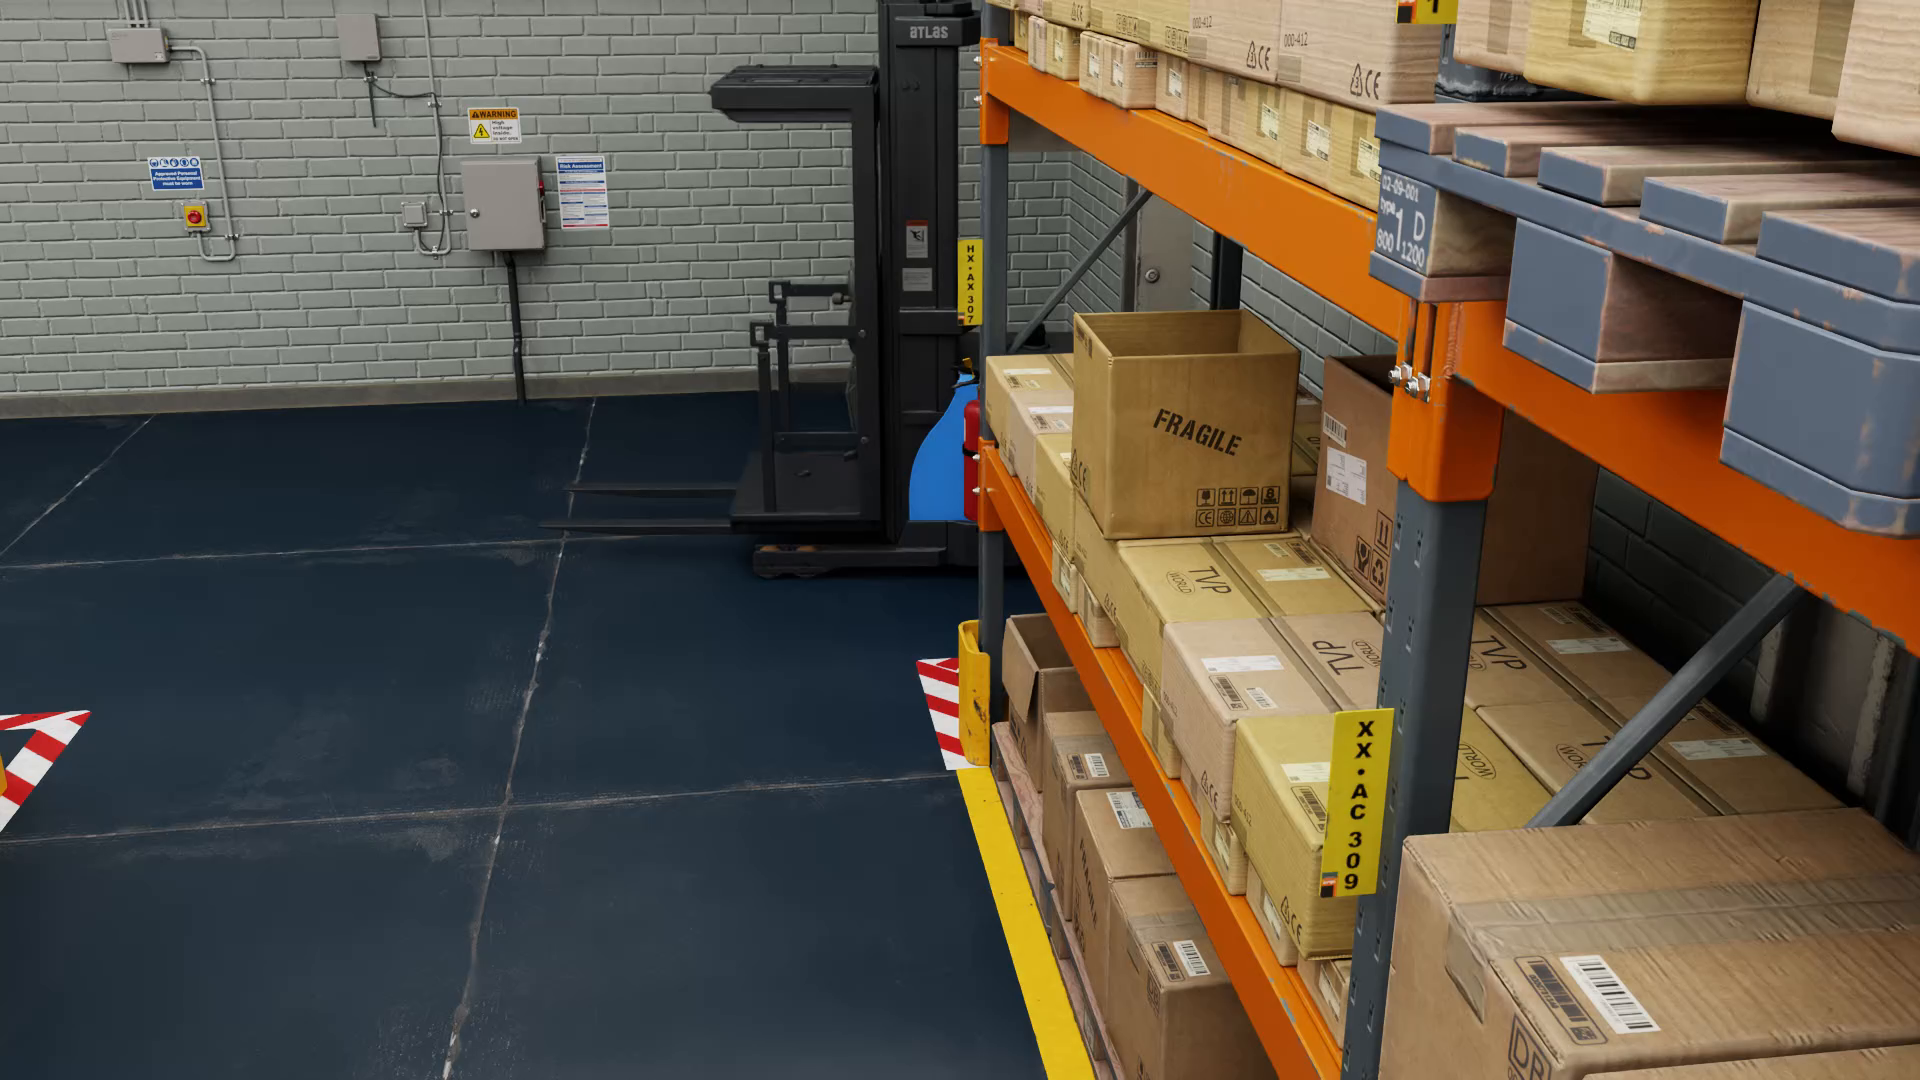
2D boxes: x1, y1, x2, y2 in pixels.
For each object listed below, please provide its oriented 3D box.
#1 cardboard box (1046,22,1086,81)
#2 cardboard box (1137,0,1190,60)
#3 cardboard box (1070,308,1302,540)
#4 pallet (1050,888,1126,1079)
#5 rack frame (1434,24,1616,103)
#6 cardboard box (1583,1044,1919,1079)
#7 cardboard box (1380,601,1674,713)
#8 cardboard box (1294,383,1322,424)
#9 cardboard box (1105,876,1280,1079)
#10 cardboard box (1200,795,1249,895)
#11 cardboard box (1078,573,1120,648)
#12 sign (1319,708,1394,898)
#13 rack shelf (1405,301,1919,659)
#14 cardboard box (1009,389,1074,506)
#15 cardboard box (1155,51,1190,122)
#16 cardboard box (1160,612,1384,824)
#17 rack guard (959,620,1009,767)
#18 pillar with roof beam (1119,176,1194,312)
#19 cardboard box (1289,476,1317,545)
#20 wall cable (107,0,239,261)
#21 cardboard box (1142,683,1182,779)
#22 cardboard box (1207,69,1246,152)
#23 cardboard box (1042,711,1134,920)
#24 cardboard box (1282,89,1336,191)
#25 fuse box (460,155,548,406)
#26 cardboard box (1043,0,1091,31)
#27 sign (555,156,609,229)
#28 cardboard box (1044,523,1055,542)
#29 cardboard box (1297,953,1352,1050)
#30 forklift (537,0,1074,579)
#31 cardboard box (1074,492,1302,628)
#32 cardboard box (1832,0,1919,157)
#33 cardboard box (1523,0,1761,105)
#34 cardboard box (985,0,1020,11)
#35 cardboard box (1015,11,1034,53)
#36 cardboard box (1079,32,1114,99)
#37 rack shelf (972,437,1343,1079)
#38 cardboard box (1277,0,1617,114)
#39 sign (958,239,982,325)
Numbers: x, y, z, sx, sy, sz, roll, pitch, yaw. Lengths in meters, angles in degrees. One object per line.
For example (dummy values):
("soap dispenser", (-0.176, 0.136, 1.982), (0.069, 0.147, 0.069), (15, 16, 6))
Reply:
("cardboard box", (0.458, -1.402, 4.754), (0.380, 0.149, 0.250), (-3, 21, -8))
("cardboard box", (0.690, -1.199, 3.640), (0.500, 0.250, 0.500), (-2, 21, -7))
("cardboard box", (0.594, -0.328, 4.524), (0.500, 0.500, 0.500), (-2, 21, -6))
("pallet", (0.878, 1.433, 5.079), (1.003, 0.211, 1.213), (-3, 21, -8))
("rack frame", (1.155, -2.023, 1.771), (1.000, 3.000, 0.127), (-3, 21, -8))
("cardboard box", (1.079, 0.902, 1.771), (0.700, 0.500, 0.500), (-3, 21, -7))
("cardboard box", (1.272, 0.360, 3.754), (0.500, 0.250, 0.500), (-3, 21, -8))
("cardboard box", (0.981, -0.342, 5.634), (0.500, 0.250, 0.500), (-3, 21, -8))
("cardboard box", (0.808, 1.251, 4.553), (0.700, 0.500, 0.500), (-4, 21, -10))
("cardboard box", (0.739, 0.630, 3.602), (0.380, 0.149, 0.250), (-2, 21, -6))
("cardboard box", (0.549, 0.187, 4.788), (0.380, 0.149, 0.250), (-2, 21, -7))
("sign", (0.620, 0.412, 2.589), (0.100, 0.325, 0.005), (-3, 21, -8))
("rack shelf", (1.444, 0.412, 0.567), (1.077, 0.370, 4.000), (-3, 21, -8))
("cardboard box", (0.451, -0.321, 5.578), (0.500, 0.250, 0.500), (-3, 21, -7))
("cardboard box", (0.666, -1.054, 3.823), (0.380, 0.149, 0.250), (-3, 21, -7))
("cardboard box", (0.754, 0.382, 3.696), (0.500, 0.250, 0.500), (-3, 21, -8))
("rack guard", (0.590, 0.600, 6.895), (1.175, 0.500, 0.348), (-3, 21, -8))
("pillar with roof beam", (-3.178, -4.170, 7.519), (9.100, 9.000, 0.400), (-3, 21, -8))
("cardboard box", (1.123, 0.011, 4.690), (0.500, 0.250, 0.500), (-3, 21, -8))
("wall cable", (-5.168, -2.787, 10.895), (0.585, 1.953, 0.123), (-3, 21, -8))
("cardboard box", (0.664, 0.451, 4.082), (0.380, 0.149, 0.250), (-3, 21, -9))
("cardboard box", (0.718, -0.873, 3.339), (0.380, 0.149, 0.250), (-3, 21, -8))
("cardboard box", (0.658, 0.891, 5.515), (0.700, 0.500, 0.500), (-2, 21, -6))
("cardboard box", (0.779, -0.694, 2.860), (0.380, 0.149, 0.250), (-3, 21, -8))
("fuse box", (-3.069, -1.749, 11.453), (0.539, 1.711, 0.414), (-3, 21, -8))
("cardboard box", (0.527, -1.551, 4.585), (0.500, 0.250, 0.500), (-4, 21, -9))
("sign", (-2.610, -2.404, 11.502), (0.329, 0.494, 0.001), (-3, 21, -8))
("cardboard box", (0.485, -0.086, 5.520), (0.380, 0.149, 0.250), (-2, 21, -6))
("cardboard box", (0.860, 0.808, 3.126), (0.380, 0.149, 0.250), (-3, 21, -7))
("forklift", (-0.721, -1.359, 8.665), (3.031, 2.935, 1.130), (0, 20, -1))
("cardboard box", (0.622, 0.030, 4.638), (0.500, 0.250, 0.500), (-3, 21, -9))
("cardboard box", (0.893, -0.354, 1.206), (0.380, 0.149, 0.250), (-3, 21, -7))
("cardboard box", (0.808, -0.529, 1.673), (0.380, 0.149, 0.250), (-3, 21, -7))
("cardboard box", (0.372, -1.904, 5.530), (0.500, 0.250, 0.500), (-3, 21, -8))
("cardboard box", (0.395, -1.763, 5.721), (0.380, 0.149, 0.250), (-2, 21, -7))
("cardboard box", (0.520, -1.227, 4.286), (0.380, 0.149, 0.250), (-3, 21, -8))
("rack shelf", (0.867, 0.432, 4.800), (1.077, 0.370, 4.000), (-3, 21, -8))
("cardboard box", (0.838, -0.841, 2.683), (0.500, 0.250, 0.500), (-3, 21, -8))
("sign", (0.042, -0.975, 6.304), (0.100, 0.325, 0.005), (-3, 21, -8))
